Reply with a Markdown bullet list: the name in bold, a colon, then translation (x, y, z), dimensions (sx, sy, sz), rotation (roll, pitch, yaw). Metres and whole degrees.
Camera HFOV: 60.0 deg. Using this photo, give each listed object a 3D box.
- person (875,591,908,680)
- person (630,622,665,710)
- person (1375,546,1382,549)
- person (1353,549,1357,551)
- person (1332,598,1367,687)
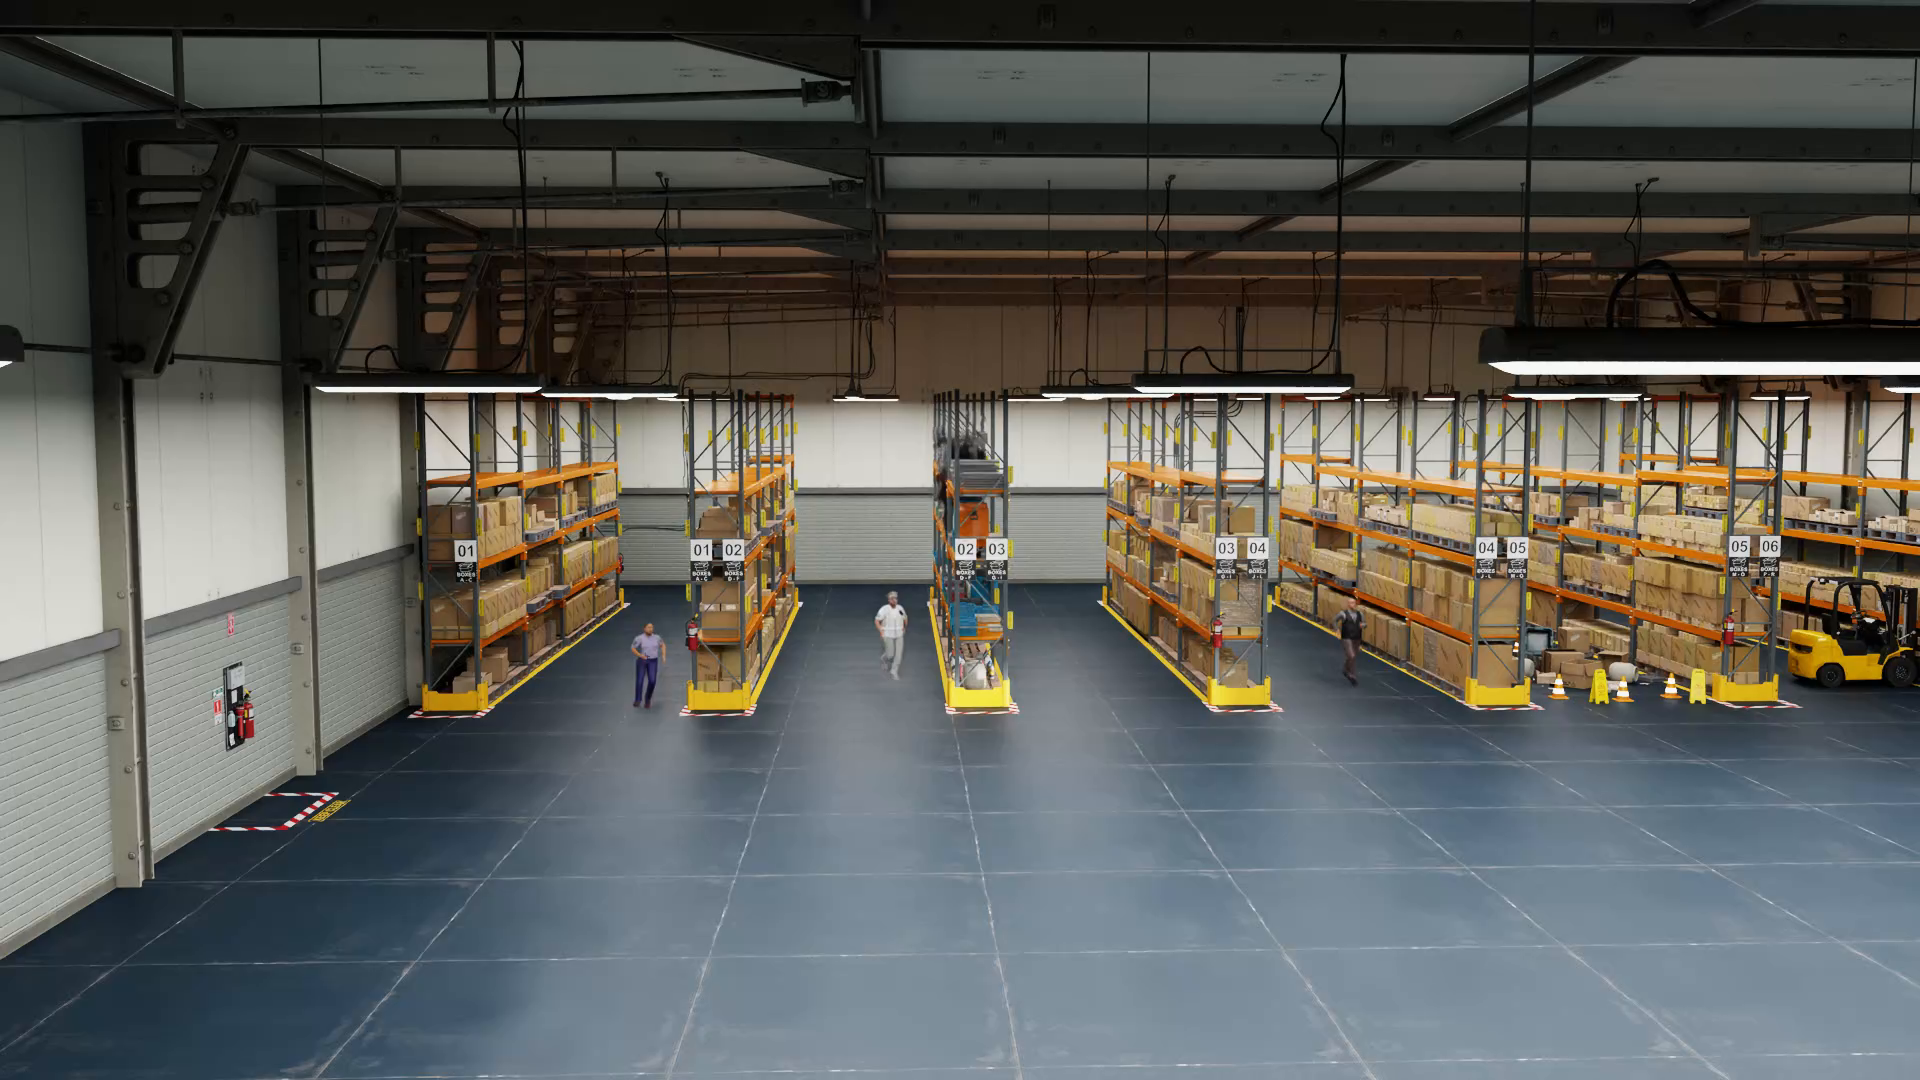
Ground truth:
- **person**: translation (-1.335, 1.880, 32.943), dimensions (0.664, 1.752, 0.602), rotation (-2, 5, -20)
- **person**: translation (-5.861, 2.376, 31.316), dimensions (0.667, 1.675, 0.567), rotation (-1, 5, -17)
- **person**: translation (12.419, 0.951, 49.145), dimensions (0.609, 1.566, 0.564), rotation (0, 5, 1)
- **person**: translation (11.168, 1.033, 47.255), dimensions (0.653, 1.668, 0.577), rotation (-1, 5, -15)
- **person**: translation (8.019, 2.069, 34.090), dimensions (0.638, 1.755, 0.874), rotation (-1, 5, -16)
